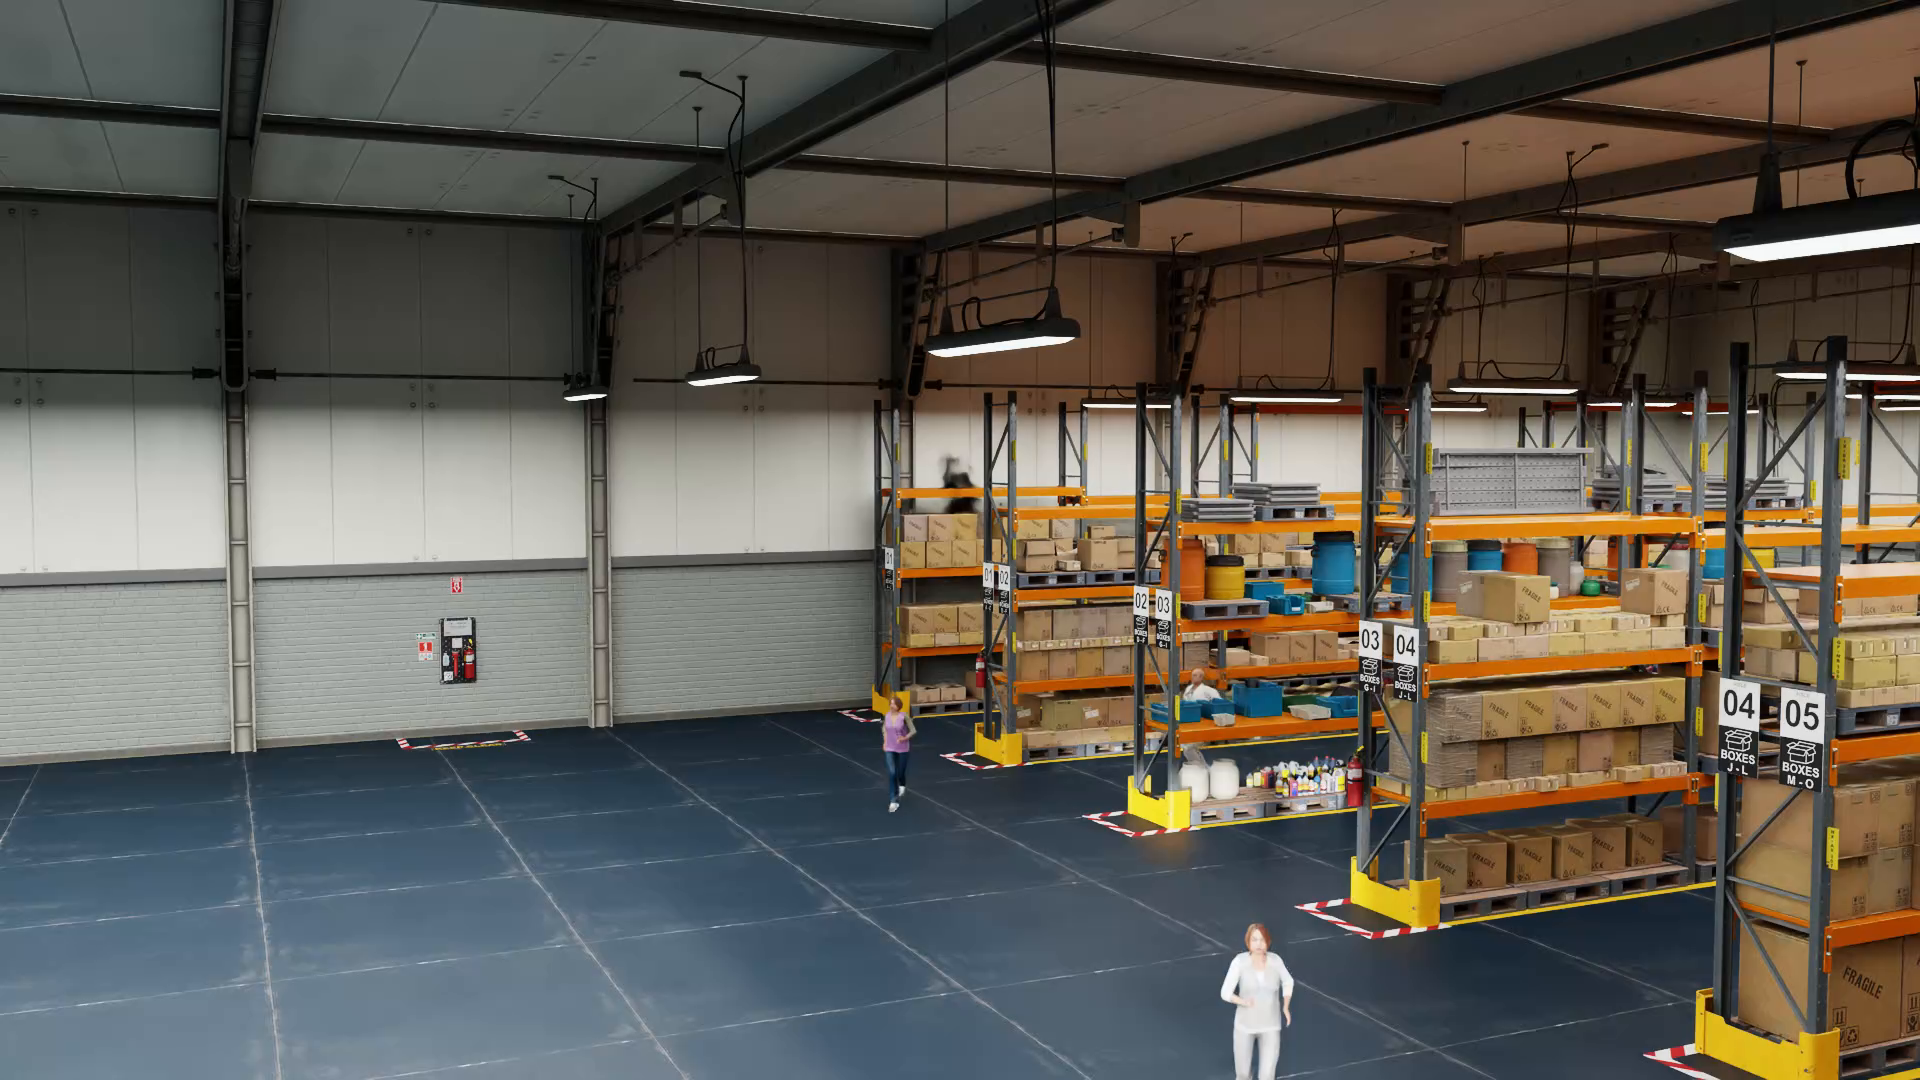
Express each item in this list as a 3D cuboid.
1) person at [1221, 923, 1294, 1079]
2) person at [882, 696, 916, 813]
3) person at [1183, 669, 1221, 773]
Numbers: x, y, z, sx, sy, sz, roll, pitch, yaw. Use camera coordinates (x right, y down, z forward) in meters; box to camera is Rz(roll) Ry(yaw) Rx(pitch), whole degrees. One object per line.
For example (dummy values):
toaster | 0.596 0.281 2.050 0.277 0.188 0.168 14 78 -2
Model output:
person | 2.220 3.635 12.406 0.545 1.576 0.871 0 3 7
person | -0.876 3.003 23.592 0.530 1.600 0.777 1 3 11
person | 3.507 2.768 24.960 0.714 1.668 0.687 -2 4 -28
